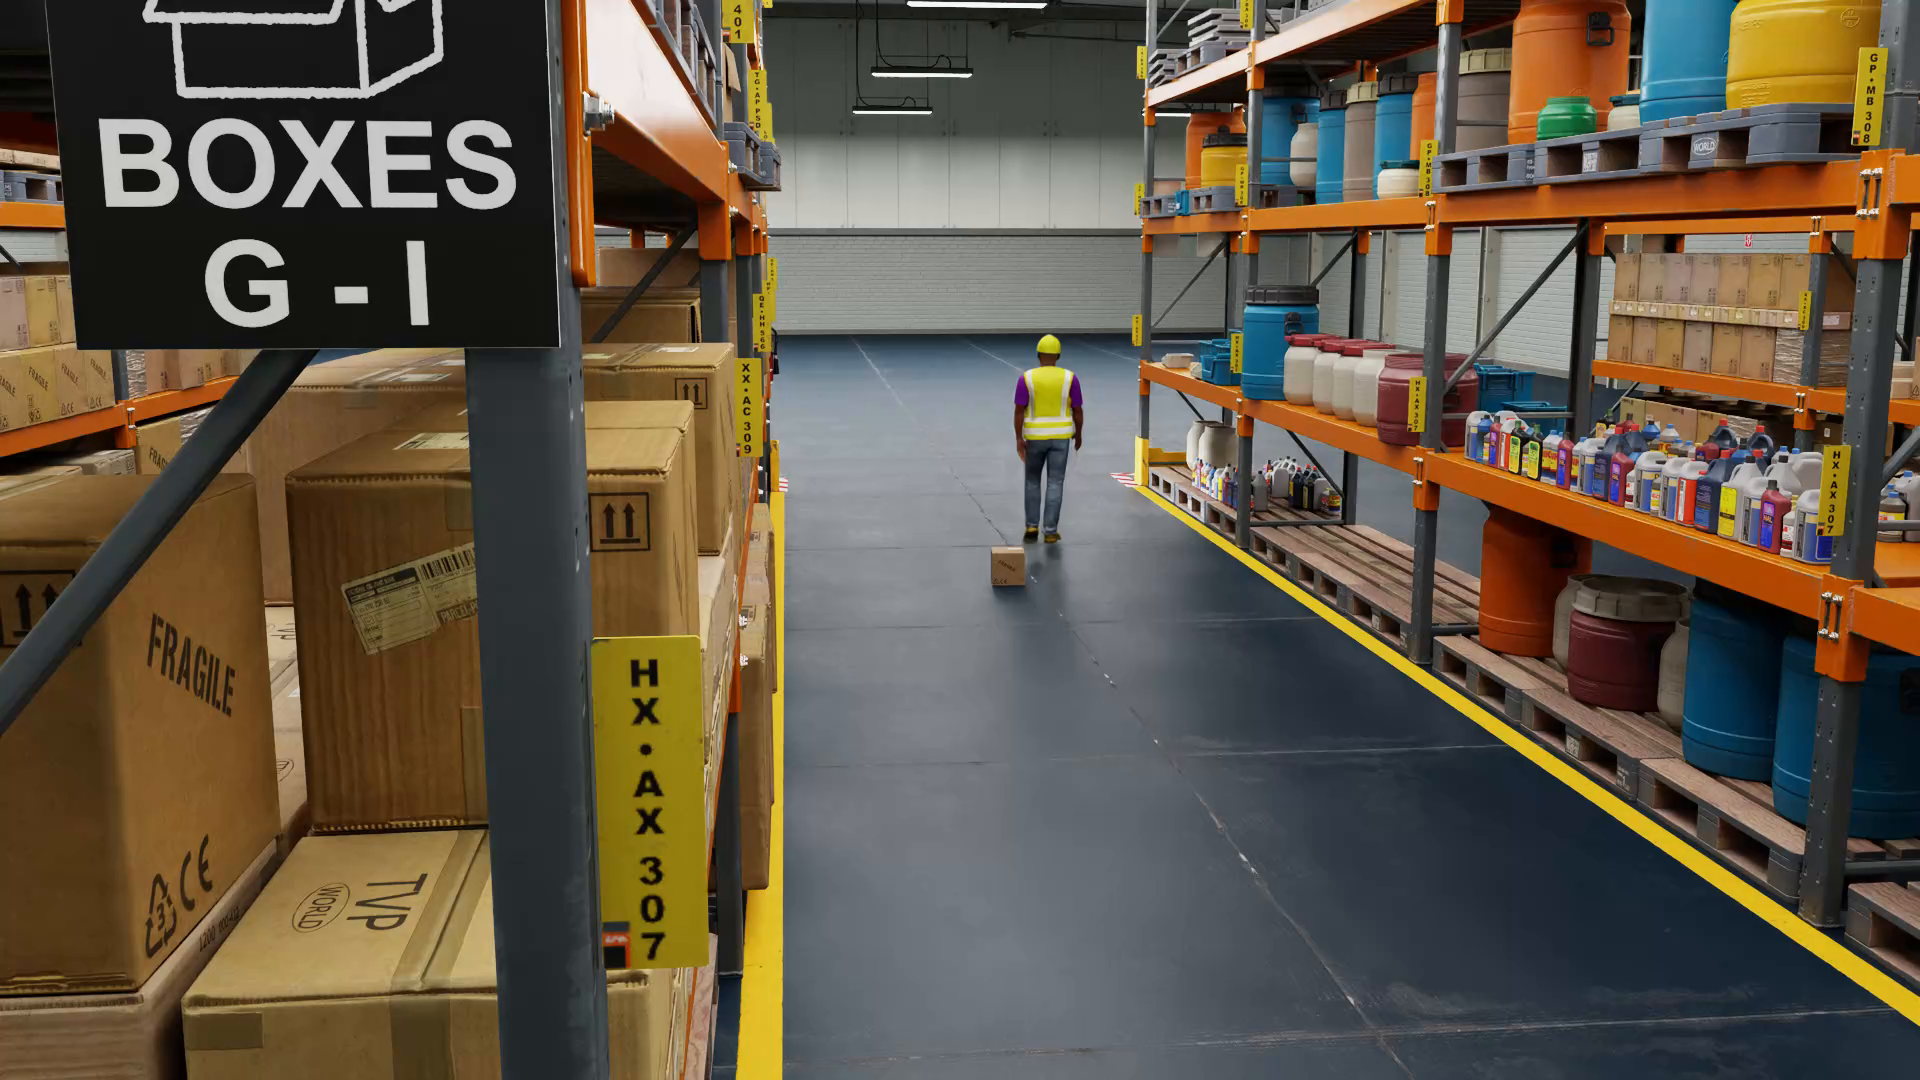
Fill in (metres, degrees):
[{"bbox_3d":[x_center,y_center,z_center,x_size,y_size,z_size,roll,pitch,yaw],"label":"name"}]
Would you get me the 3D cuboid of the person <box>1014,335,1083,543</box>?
[{"bbox_3d":[0.759,-0.857,14.245,0.586,1.797,0.757,1,10,3],"label":"person"}]
